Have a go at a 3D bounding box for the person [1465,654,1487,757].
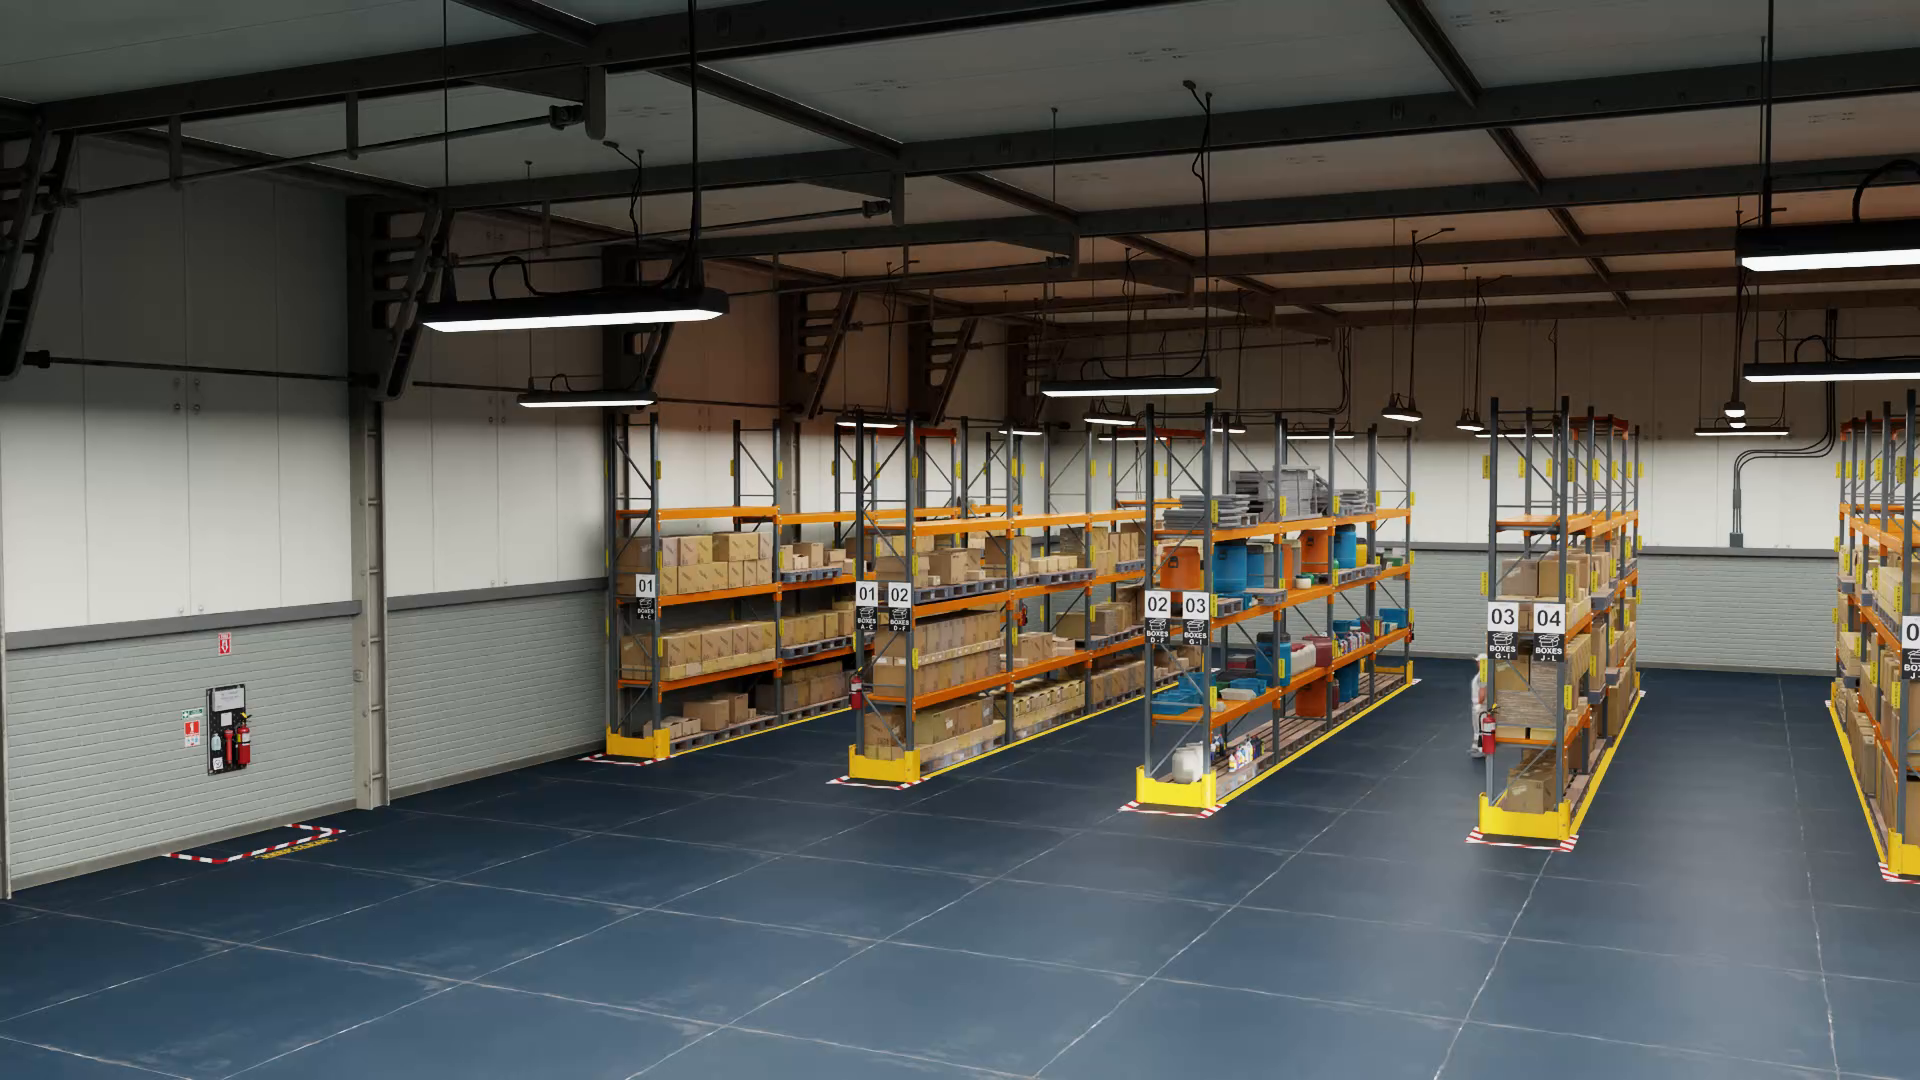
[{"bbox_3d":[9.113,2.878,29.130,0.466,1.785,0.608,0,2,9],"label":"person"}]
